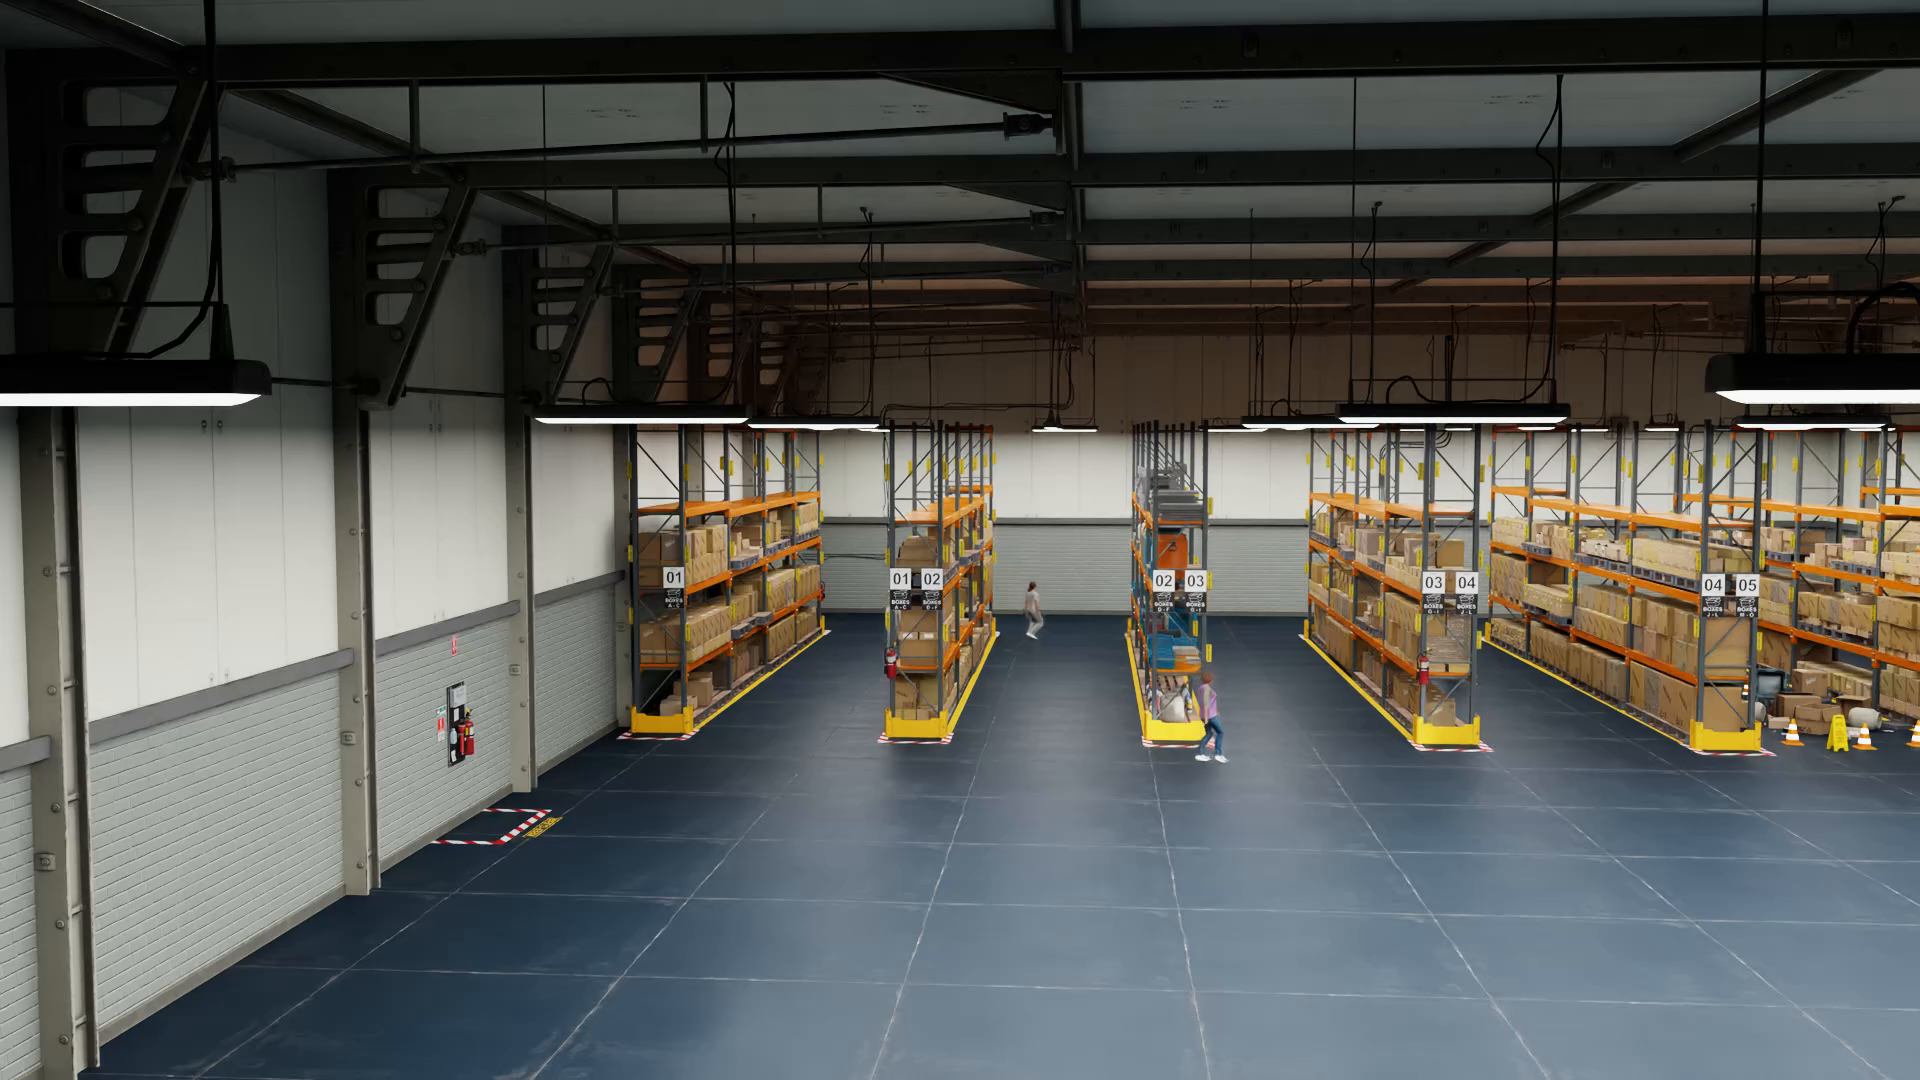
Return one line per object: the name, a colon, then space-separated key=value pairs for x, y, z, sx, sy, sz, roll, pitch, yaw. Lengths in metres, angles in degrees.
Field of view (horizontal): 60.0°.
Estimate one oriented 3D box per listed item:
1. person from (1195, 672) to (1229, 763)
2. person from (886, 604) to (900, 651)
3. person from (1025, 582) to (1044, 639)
person: x=4.399 y=3.111 z=29.155 sx=0.573 sy=1.589 sz=0.515 roll=-1 pitch=4 yaw=-14
person: x=-1.689 y=2.101 z=42.242 sx=0.446 sy=1.390 sz=1.005 roll=-1 pitch=4 yaw=-9
person: x=1.964 y=1.893 z=45.019 sx=0.511 sy=1.540 sz=0.491 roll=-3 pitch=5 yaw=-43
